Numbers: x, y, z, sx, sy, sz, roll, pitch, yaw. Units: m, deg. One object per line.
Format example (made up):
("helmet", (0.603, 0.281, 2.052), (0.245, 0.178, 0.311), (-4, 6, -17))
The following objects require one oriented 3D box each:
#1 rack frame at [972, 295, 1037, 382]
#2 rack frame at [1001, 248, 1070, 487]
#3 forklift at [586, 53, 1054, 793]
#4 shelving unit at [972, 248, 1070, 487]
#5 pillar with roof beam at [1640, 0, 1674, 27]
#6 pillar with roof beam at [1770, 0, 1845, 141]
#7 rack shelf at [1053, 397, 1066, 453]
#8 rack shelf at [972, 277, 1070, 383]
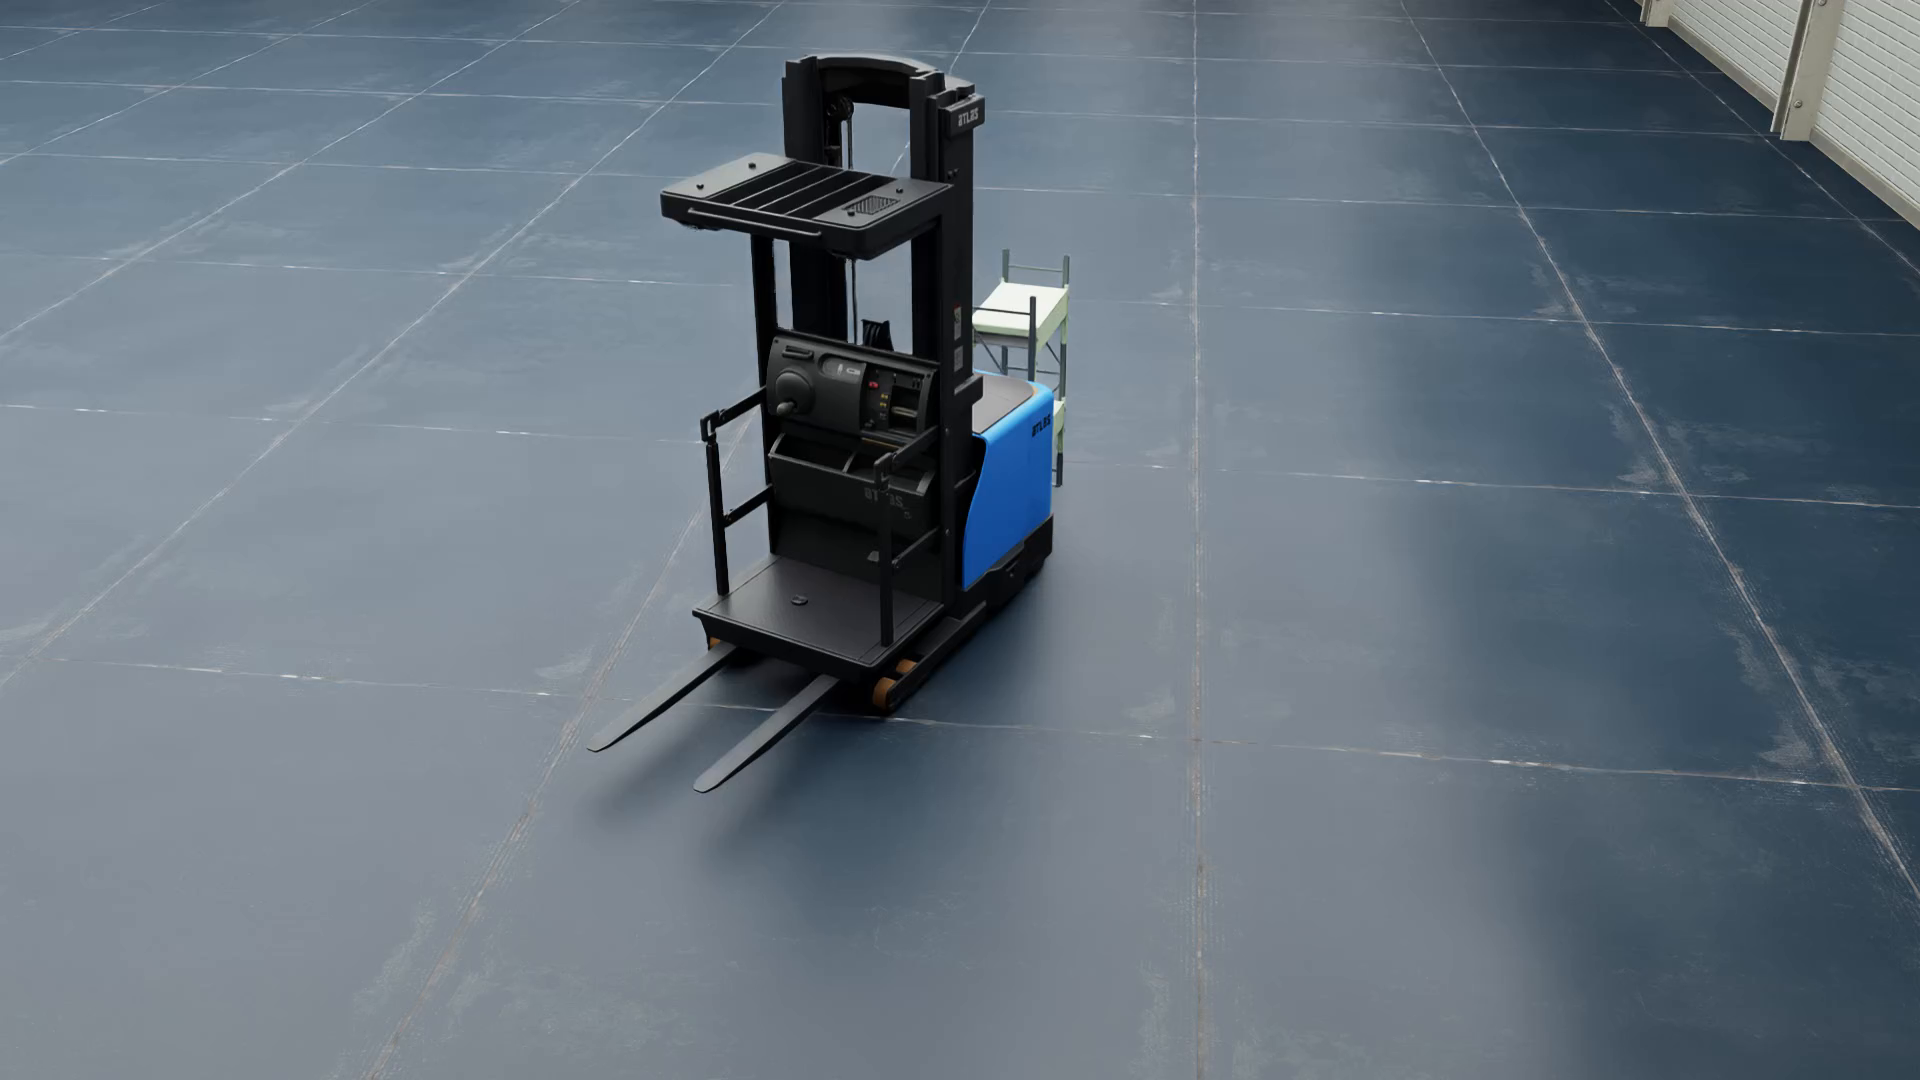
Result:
("rack frame", (0.223, -0.691, 9.452), (0.400, 1.500, 0.023), (9, 29, 15))
("rack frame", (0.445, -1.022, 10.066), (0.400, 1.500, 0.023), (9, 29, 15))
("forklift", (-0.648, -0.694, 7.948), (1.130, 2.935, 3.031), (15, 32, 26))
("shelving unit", (0.334, -0.857, 9.759), (0.431, 1.500, 0.755), (9, 29, 15))
("pillar with roof beam", (5.342, -11.359, 21.346), (9.100, 9.000, 0.400), (3, 28, 6))
("pillar with roof beam", (4.607, -8.534, 16.104), (9.100, 9.000, 0.400), (3, 28, 6))
("rack shelf", (0.334, -0.570, 9.914), (0.431, 0.370, 0.720), (9, 29, 15))
("rack shelf", (0.334, -1.200, 9.574), (0.431, 0.370, 0.720), (9, 29, 15))
